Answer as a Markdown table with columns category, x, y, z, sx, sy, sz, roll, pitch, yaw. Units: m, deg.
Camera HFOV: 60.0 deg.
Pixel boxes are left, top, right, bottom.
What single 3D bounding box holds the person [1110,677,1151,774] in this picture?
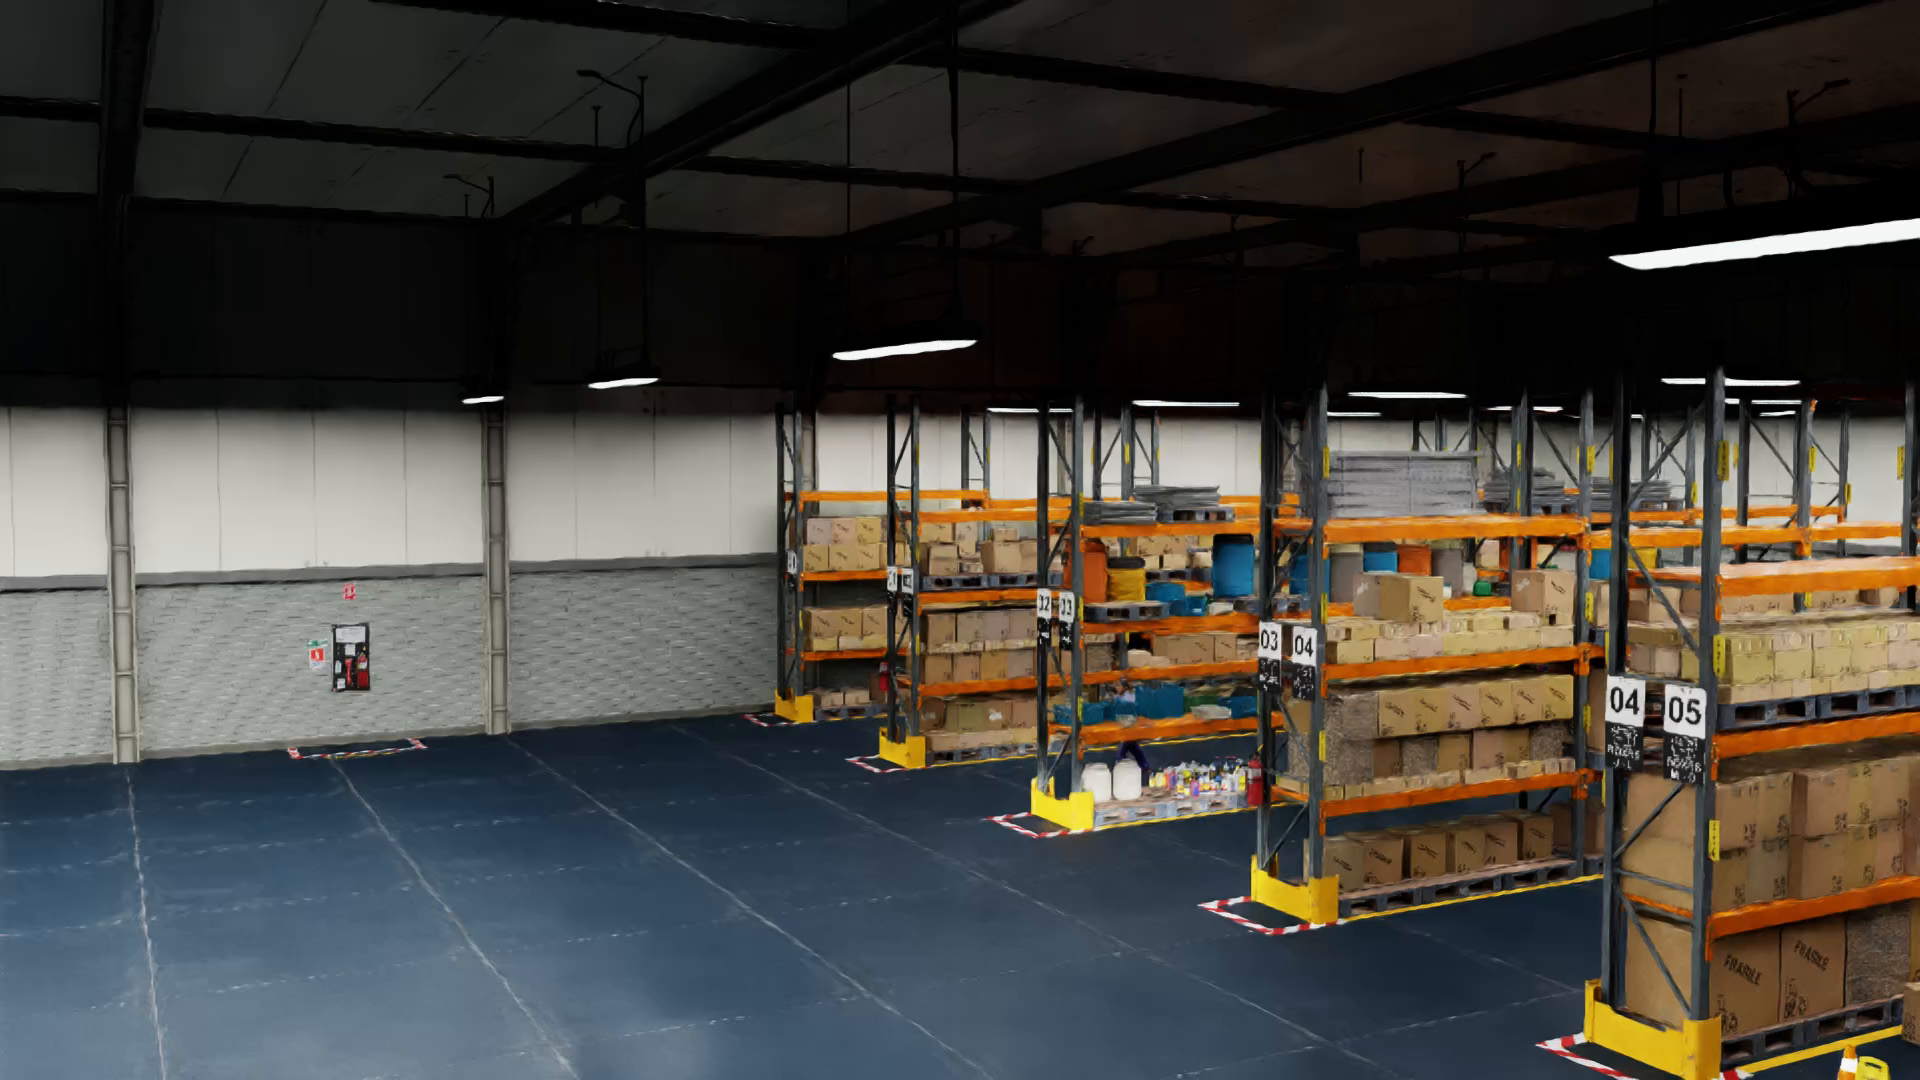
| category | x | y | z | sx | sy | sz | roll | pitch | yaw |
| --- | --- | --- | --- | --- | --- | --- | --- | --- | --- |
| person | 2.558 | 2.904 | 25.830 | 1.091 | 1.566 | 0.480 | -2 | 4 | -30 |
